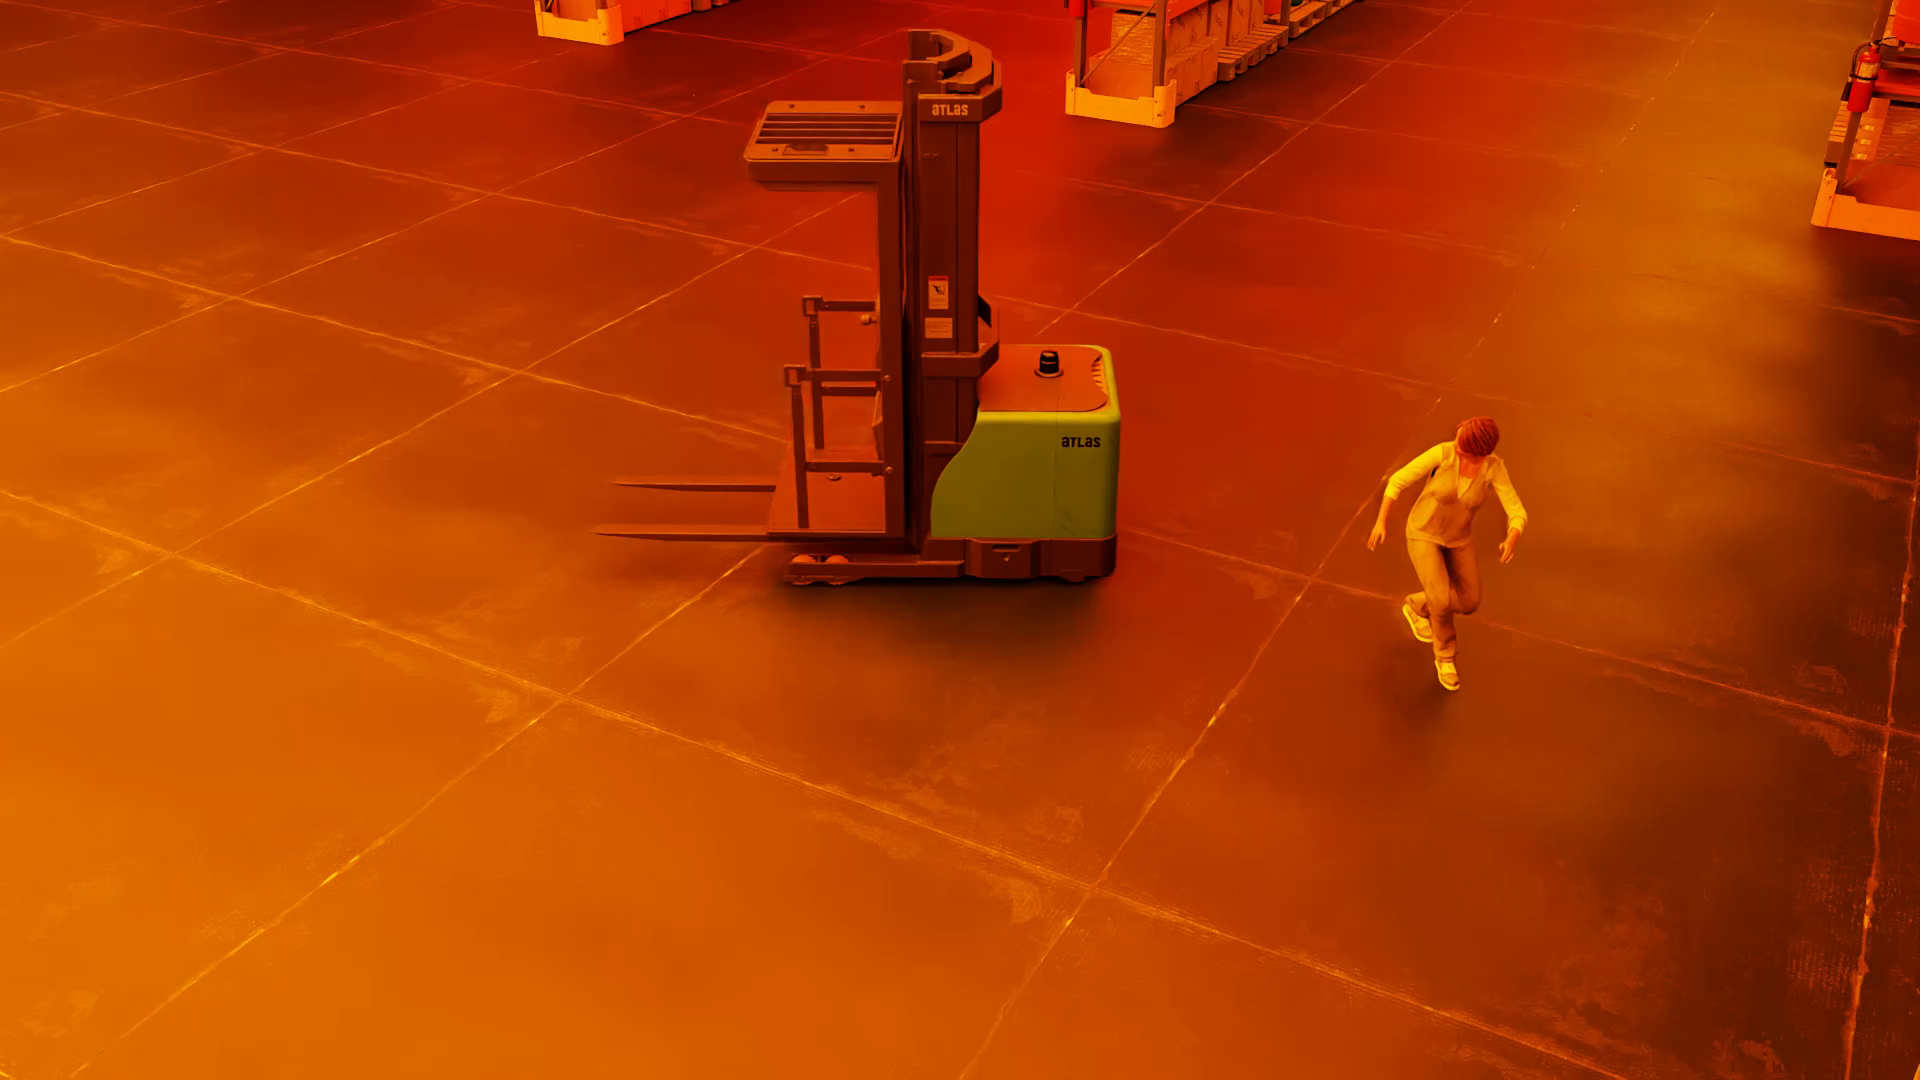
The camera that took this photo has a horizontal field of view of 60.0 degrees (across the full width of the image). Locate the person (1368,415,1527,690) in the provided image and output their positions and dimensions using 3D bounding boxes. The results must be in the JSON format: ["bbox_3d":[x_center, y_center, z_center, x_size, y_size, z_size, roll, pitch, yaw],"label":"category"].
[{"bbox_3d":[2.453,0.047,8.462,0.745,1.478,0.770,-2,30,-4],"label":"person"}]

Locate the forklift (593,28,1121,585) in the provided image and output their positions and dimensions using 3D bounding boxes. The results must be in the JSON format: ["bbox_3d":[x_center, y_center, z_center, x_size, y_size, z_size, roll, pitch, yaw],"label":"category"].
[{"bbox_3d":[-0.610,-1.275,9.279,3.031,2.935,1.130,0,30,1],"label":"forklift"}]
